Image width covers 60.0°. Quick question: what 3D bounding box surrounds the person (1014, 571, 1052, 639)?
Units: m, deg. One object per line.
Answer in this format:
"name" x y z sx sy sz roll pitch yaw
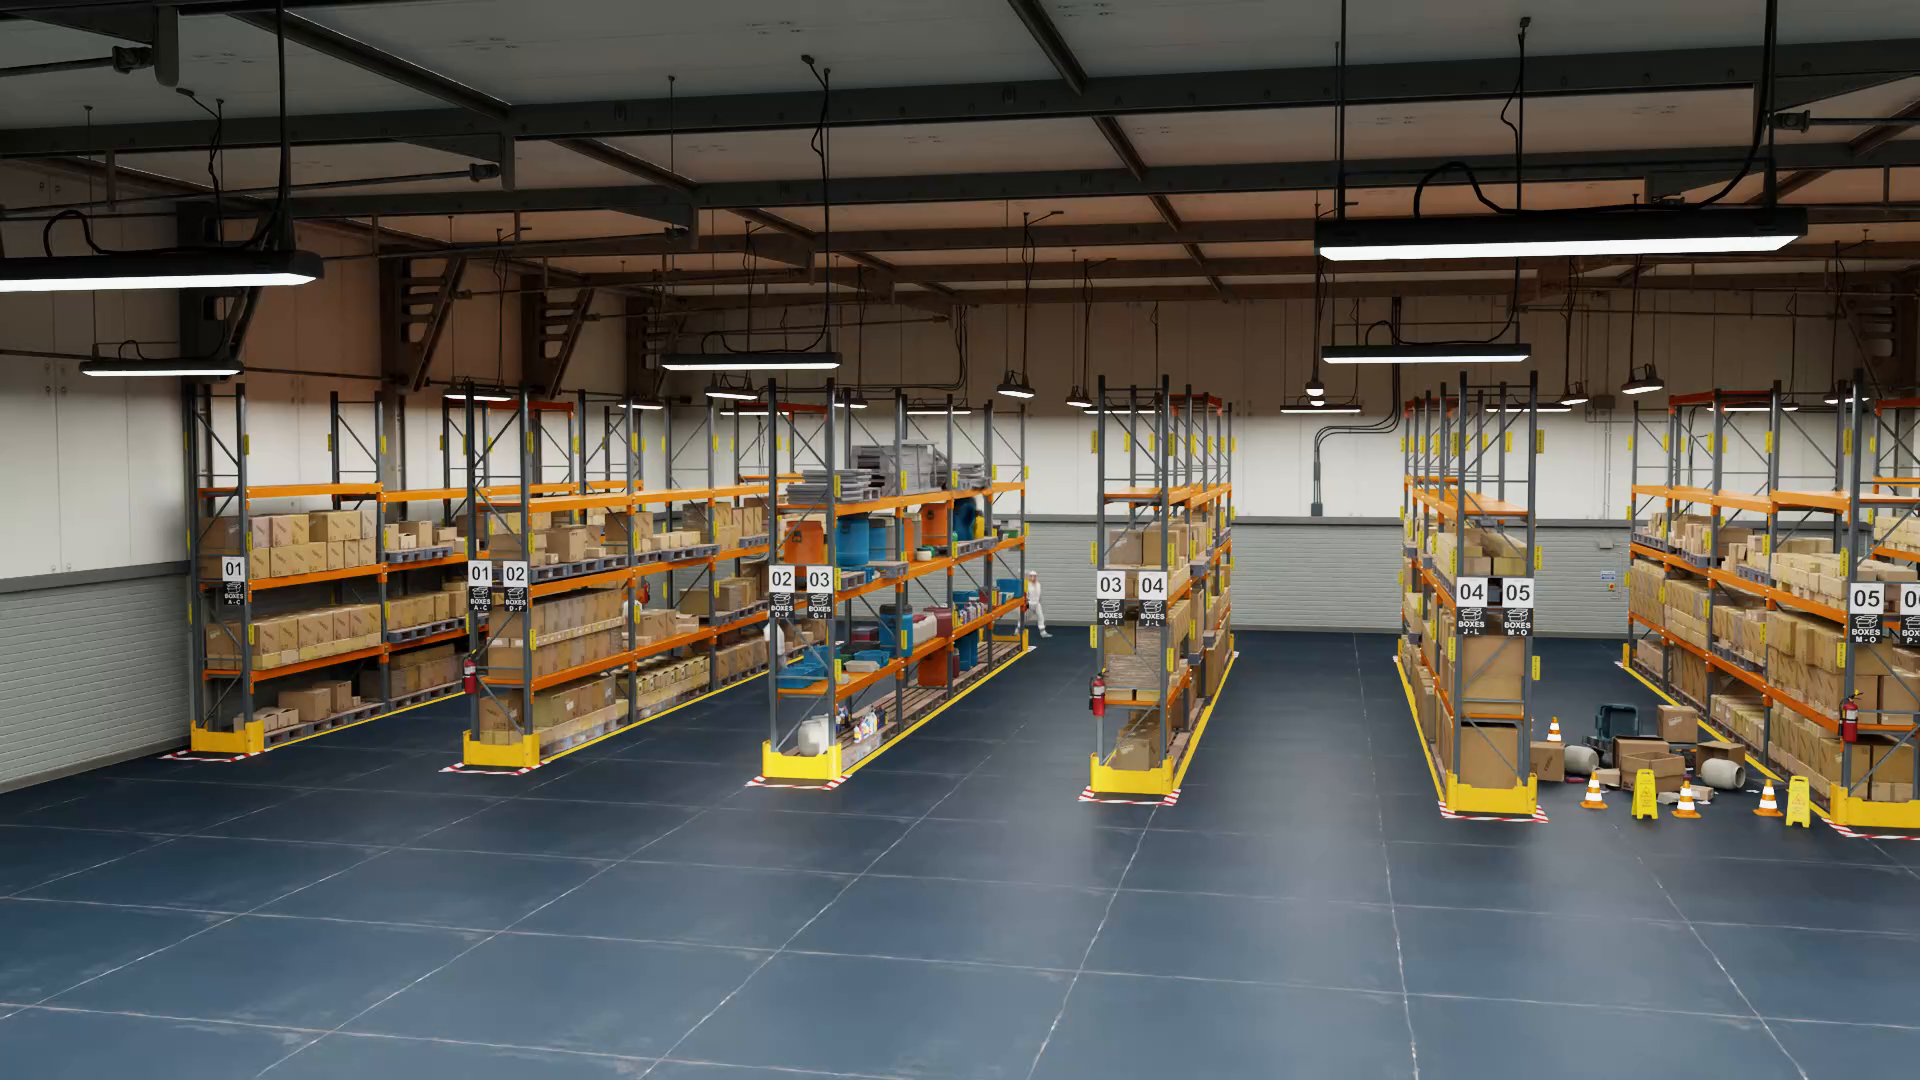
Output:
"person" 1.886 1.680 42.979 1.044 1.749 0.649 2 4 32

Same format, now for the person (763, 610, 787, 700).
"person" -3.631 2.261 32.751 0.470 1.788 0.641 1 4 23

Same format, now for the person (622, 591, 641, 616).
"person" -7.642 1.955 38.808 0.558 1.642 0.975 0 3 0
